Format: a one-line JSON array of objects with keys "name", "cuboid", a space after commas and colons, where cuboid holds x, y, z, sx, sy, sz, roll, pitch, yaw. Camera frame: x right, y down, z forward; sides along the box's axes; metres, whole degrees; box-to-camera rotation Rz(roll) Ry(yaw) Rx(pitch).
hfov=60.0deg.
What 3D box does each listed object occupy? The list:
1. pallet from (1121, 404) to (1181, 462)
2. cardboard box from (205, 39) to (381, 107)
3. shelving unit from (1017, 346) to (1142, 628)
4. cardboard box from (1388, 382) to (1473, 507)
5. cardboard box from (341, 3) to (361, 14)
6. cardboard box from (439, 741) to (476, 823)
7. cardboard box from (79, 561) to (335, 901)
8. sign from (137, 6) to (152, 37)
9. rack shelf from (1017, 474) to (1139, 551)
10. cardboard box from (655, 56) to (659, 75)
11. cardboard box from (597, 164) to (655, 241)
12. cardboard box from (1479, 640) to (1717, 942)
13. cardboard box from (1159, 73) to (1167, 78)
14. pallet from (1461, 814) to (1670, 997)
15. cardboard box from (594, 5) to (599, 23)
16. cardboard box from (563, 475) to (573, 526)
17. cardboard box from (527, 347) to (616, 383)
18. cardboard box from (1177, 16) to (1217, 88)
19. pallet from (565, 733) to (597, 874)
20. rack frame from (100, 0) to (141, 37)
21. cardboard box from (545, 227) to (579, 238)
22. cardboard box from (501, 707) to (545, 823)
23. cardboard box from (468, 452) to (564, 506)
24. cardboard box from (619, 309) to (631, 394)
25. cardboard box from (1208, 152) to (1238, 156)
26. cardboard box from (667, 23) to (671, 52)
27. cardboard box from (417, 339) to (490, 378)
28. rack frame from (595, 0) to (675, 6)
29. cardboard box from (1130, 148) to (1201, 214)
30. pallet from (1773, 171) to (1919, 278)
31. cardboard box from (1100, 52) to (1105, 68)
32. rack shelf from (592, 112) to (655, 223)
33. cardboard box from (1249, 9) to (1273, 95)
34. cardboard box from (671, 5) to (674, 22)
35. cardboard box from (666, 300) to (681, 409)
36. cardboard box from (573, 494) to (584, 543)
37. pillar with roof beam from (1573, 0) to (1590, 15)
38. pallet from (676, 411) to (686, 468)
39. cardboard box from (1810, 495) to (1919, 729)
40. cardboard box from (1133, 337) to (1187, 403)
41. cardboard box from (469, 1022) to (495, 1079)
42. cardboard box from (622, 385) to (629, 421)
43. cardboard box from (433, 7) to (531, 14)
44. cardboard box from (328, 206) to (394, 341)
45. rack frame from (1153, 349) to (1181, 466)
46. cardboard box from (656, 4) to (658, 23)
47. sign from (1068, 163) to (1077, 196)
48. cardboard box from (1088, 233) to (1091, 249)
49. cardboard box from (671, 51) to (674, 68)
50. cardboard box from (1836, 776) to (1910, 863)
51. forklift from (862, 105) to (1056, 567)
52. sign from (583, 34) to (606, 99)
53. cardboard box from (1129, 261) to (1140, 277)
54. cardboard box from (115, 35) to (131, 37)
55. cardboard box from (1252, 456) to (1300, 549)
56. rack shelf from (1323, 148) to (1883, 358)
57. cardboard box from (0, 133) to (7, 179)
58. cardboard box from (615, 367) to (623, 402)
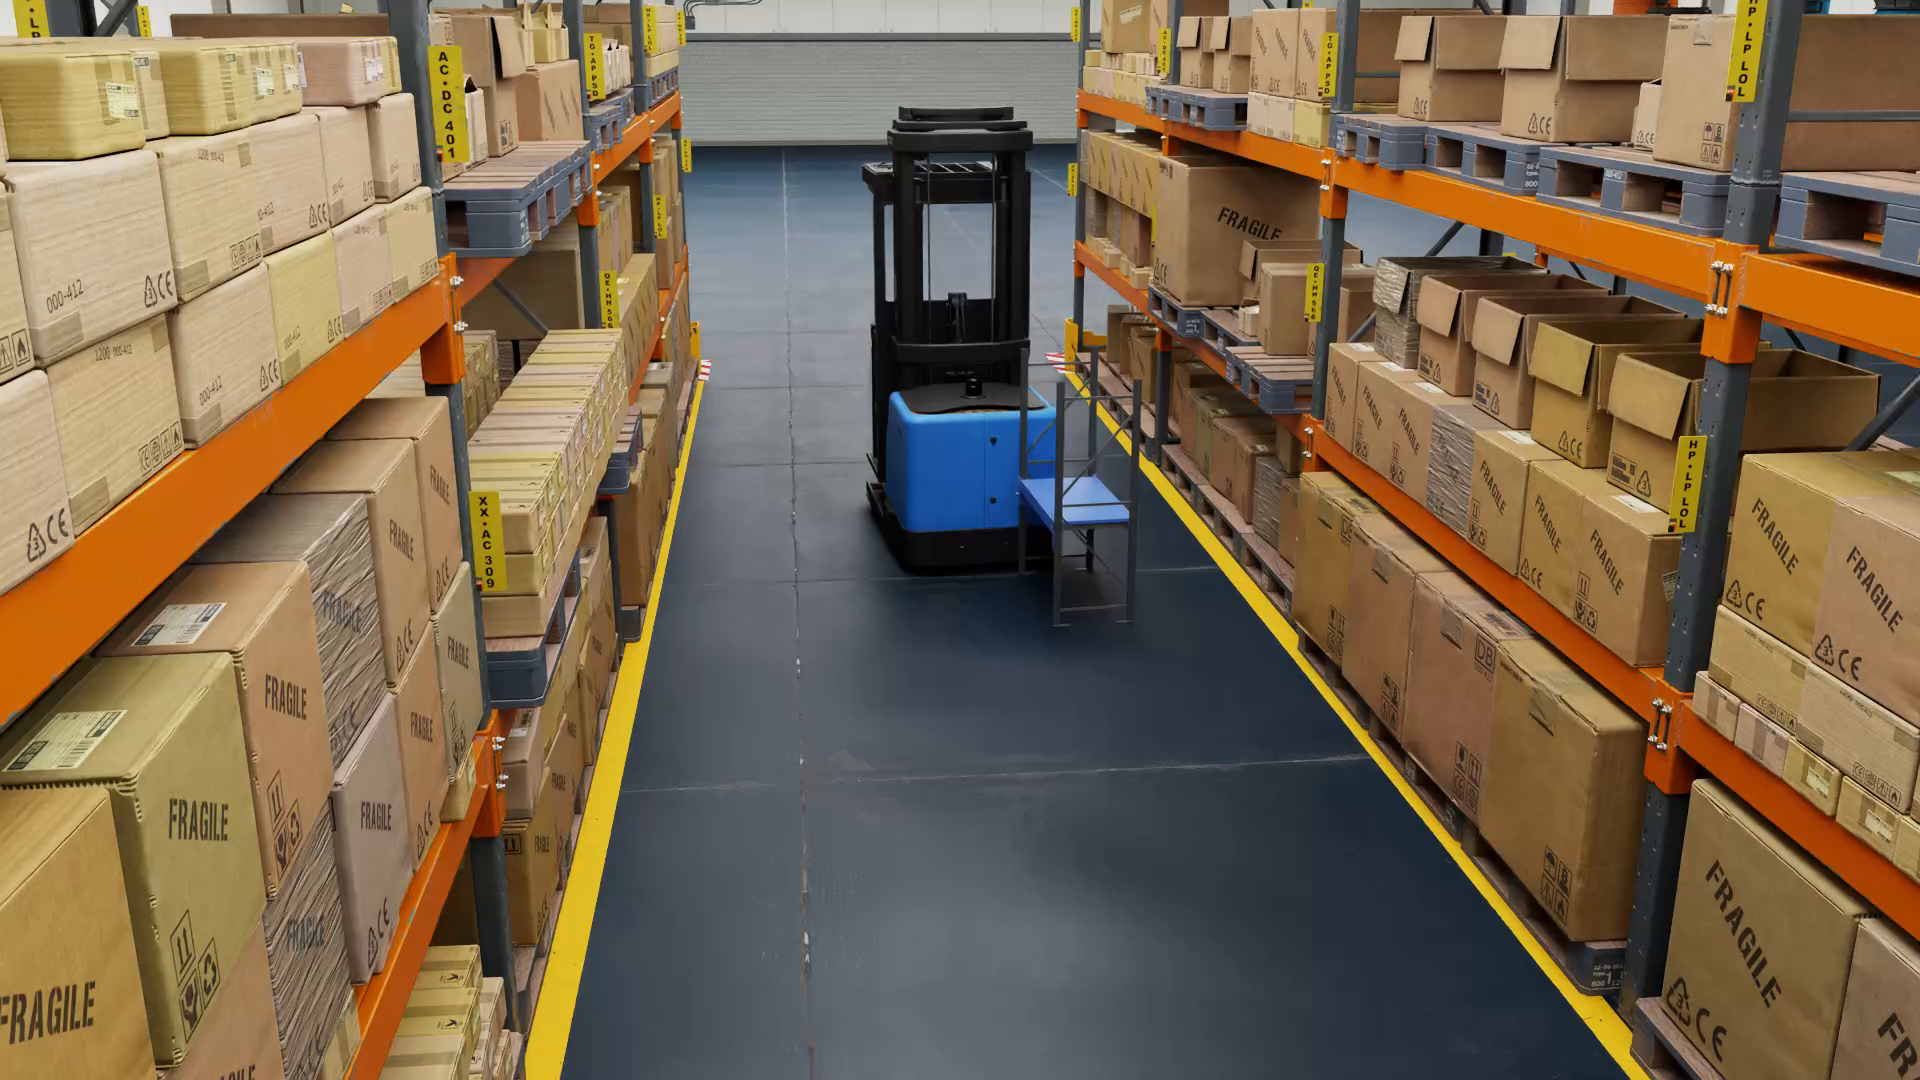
[{"name": "pallet", "cuboid": [1.993, -0.938, 14.313, 1.003, 0.211, 1.213, -2, 18, -6]}, {"name": "cardboard box", "cuboid": [-1.612, -1.117, 3.969, 0.380, 0.149, 0.250, -2, 18, -6]}, {"name": "shelving unit", "cuboid": [0.719, -0.356, 10.308, 0.538, 1.500, 1.048, -3, 18, -9]}, {"name": "cardboard box", "cuboid": [2.402, -0.466, 7.988, 0.500, 0.500, 0.500, -2, 18, -7]}, {"name": "cardboard box", "cuboid": [-2.613, -2.316, 7.594, 0.396, 0.266, 0.258, -2, 18, -6]}, {"name": "cardboard box", "cuboid": [-1.624, 0.708, 4.833, 0.380, 0.149, 0.250, -2, 18, -7]}, {"name": "cardboard box", "cuboid": [-1.537, 0.363, 3.182, 0.500, 0.500, 0.500, -2, 18, -7]}, {"name": "sign", "cuboid": [-7.618, -4.820, 15.536, 0.100, 0.325, 0.005, -2, 18, -6]}, {"name": "rack shelf", "cuboid": [0.719, -0.185, 10.362, 0.538, 0.185, 1.000, -3, 18, -9]}, {"name": "cardboard box", "cuboid": [-2.598, -3.776, 13.241, 0.380, 0.149, 0.250, -2, 18, -6]}, {"name": "cardboard box", "cuboid": [-2.850, -2.644, 13.039, 0.875, 0.550, 0.550, -2, 18, -6]}, {"name": "cardboard box", "cuboid": [2.837, 0.937, 6.530, 1.225, 0.875, 0.875, -2, 18, -5]}, {"name": "cardboard box", "cuboid": [1.777, -3.707, 13.055, 0.380, 0.149, 0.250, -1, 17, -4]}, {"name": "pallet", "cuboid": [2.768, 1.417, 6.812, 1.003, 0.211, 1.213, -2, 18, -6]}, {"name": "cardboard box", "cuboid": [-3.464, -4.743, 14.988, 0.380, 0.149, 0.250, -2, 17, -5]}, {"name": "cardboard box", "cuboid": [-1.687, -0.149, 6.364, 0.380, 0.149, 0.250, -3, 18, -8]}, {"name": "cardboard box", "cuboid": [-1.876, -0.834, 8.052, 0.380, 0.149, 0.250, -1, 17, -4]}, {"name": "cardboard box", "cuboid": [2.048, -3.607, 12.278, 0.797, 0.503, 0.637, -3, 18, -8]}, {"name": "pallet", "cuboid": [-2.232, 1.171, 7.594, 1.003, 0.211, 1.213, -2, 18, -6]}, {"name": "rack frame", "cuboid": [-8.172, -5.818, 15.184, 1.000, 3.000, 0.127, -2, 18, -6]}, {"name": "cardboard box", "cuboid": [-2.523, -1.564, 9.816, 0.700, 0.500, 0.500, -2, 18, -6]}, {"name": "cardboard box", "cuboid": [-1.834, 0.843, 6.204, 0.500, 0.250, 0.500, -3, 18, -8]}, {"name": "cardboard box", "cuboid": [-1.663, -0.218, 6.090, 0.380, 0.149, 0.250, -2, 18, -5]}, {"name": "cardboard box", "cuboid": [-2.267, -1.096, 9.993, 0.500, 0.500, 0.500, -2, 18, -6]}, {"name": "cardboard box", "cuboid": [2.304, -2.878, 13.505, 0.500, 0.500, 0.500, -2, 18, -6]}, {"name": "cardboard box", "cuboid": [-2.829, -4.452, 14.728, 0.500, 0.250, 0.500, -2, 18, -6]}, {"name": "cardboard box", "cuboid": [-2.548, -0.896, 8.247, 0.380, 0.149, 0.250, -2, 18, -7]}, {"name": "rack frame", "cuboid": [-3.259, -6.001, 15.767, 1.000, 3.000, 0.127, -2, 18, -6]}, {"name": "cardboard box", "cuboid": [1.725, -3.011, 13.927, 0.500, 0.500, 0.500, -2, 18, -6]}, {"name": "pallet", "cuboid": [2.997, -0.831, 4.456, 1.003, 0.211, 1.213, -2, 18, -6]}, {"name": "cardboard box", "cuboid": [1.520, -4.487, 15.538, 0.380, 0.149, 0.250, -1, 17, -3]}, {"name": "rack shelf", "cuboid": [-2.640, -2.439, 10.630, 1.077, 0.370, 4.000, -2, 18, -6]}, {"name": "cardboard box", "cuboid": [2.113, -3.030, 10.312, 0.500, 0.500, 0.500, -1, 17, -5]}, {"name": "cardboard box", "cuboid": [-2.836, -4.837, 15.290, 0.380, 0.149, 0.250, -1, 17, -5]}, {"name": "cardboard box", "cuboid": [-2.938, -1.591, 14.584, 0.875, 0.875, 0.875, -2, 18, -5]}, {"name": "cardboard box", "cuboid": [-1.712, -0.083, 6.651, 0.380, 0.149, 0.250, -3, 18, -8]}, {"name": "pillar with roof beam", "cuboid": [10.641, -13.418, 39.395, 9.100, 9.000, 0.400, -2, 18, -6]}, {"name": "pallet", "cuboid": [-2.847, -0.845, 14.017, 1.003, 0.211, 1.213, -2, 18, -6]}, {"name": "cardboard box", "cuboid": [2.761, 0.183, 4.588, 0.500, 0.500, 0.500, -2, 18, -6]}, {"name": "cardboard box", "cuboid": [1.888, -1.551, 15.081, 0.500, 0.500, 0.500, -3, 18, -11]}, {"name": "cardboard box", "cuboid": [-1.632, 1.619, 5.074, 0.380, 0.149, 0.250, -3, 18, -8]}, {"name": "cardboard box", "cuboid": [-1.925, -0.703, 8.625, 0.380, 0.149, 0.250, -1, 17, -5]}, {"name": "cardboard box", "cuboid": [-2.891, -2.991, 10.154, 0.500, 0.500, 0.500, -2, 18, -6]}, {"name": "cardboard box", "cuboid": [-1.662, -0.636, 3.937, 0.500, 0.250, 0.500, -2, 18, -6]}, {"name": "rack frame", "cuboid": [2.098, -2.070, 13.262, 1.000, 3.000, 0.127, -2, 18, -6]}, {"name": "cardboard box", "cuboid": [-2.625, -4.232, 13.363, 0.380, 0.149, 0.250, -2, 18, -7]}, {"name": "sign", "cuboid": [1.146, -3.658, 16.875, 0.100, 0.325, 0.005, -2, 18, -6]}, {"name": "cardboard box", "cuboid": [1.484, -2.974, 16.562, 0.380, 0.149, 0.250, -2, 18, -6]}, {"name": "cardboard box", "cuboid": [-2.809, -4.382, 15.171, 0.380, 0.149, 0.250, -2, 18, -5]}, {"name": "cardboard box", "cuboid": [2.706, 0.767, 4.645, 0.380, 0.149, 0.250, -2, 18, -7]}, {"name": "forklift", "cuboid": [-0.097, -1.621, 11.948, 1.130, 2.935, 3.031, -3, 18, -9]}, {"name": "sign", "cuboid": [-1.894, -2.449, 8.598, 0.100, 0.325, 0.005, -2, 18, -6]}, {"name": "cardboard box", "cuboid": [1.704, -2.379, 14.666, 0.380, 0.149, 0.250, -2, 18, -6]}, {"name": "cardboard box", "cuboid": [-7.843, -4.555, 15.260, 0.380, 0.149, 0.250, -2, 18, -5]}, {"name": "cardboard box", "cuboid": [2.352, -0.259, 10.933, 0.700, 0.500, 0.500, -3, 18, -10]}, {"name": "rack shelf", "cuboid": [2.717, -1.370, 7.226, 1.077, 0.370, 4.000, -2, 18, -6]}, {"name": "cardboard box", "cuboid": [-1.403, -0.495, 1.989, 0.380, 0.149, 0.250, -2, 17, -5]}, {"name": "cardboard box", "cuboid": [-1.900, -0.765, 8.327, 0.380, 0.149, 0.250, -1, 17, -4]}]
